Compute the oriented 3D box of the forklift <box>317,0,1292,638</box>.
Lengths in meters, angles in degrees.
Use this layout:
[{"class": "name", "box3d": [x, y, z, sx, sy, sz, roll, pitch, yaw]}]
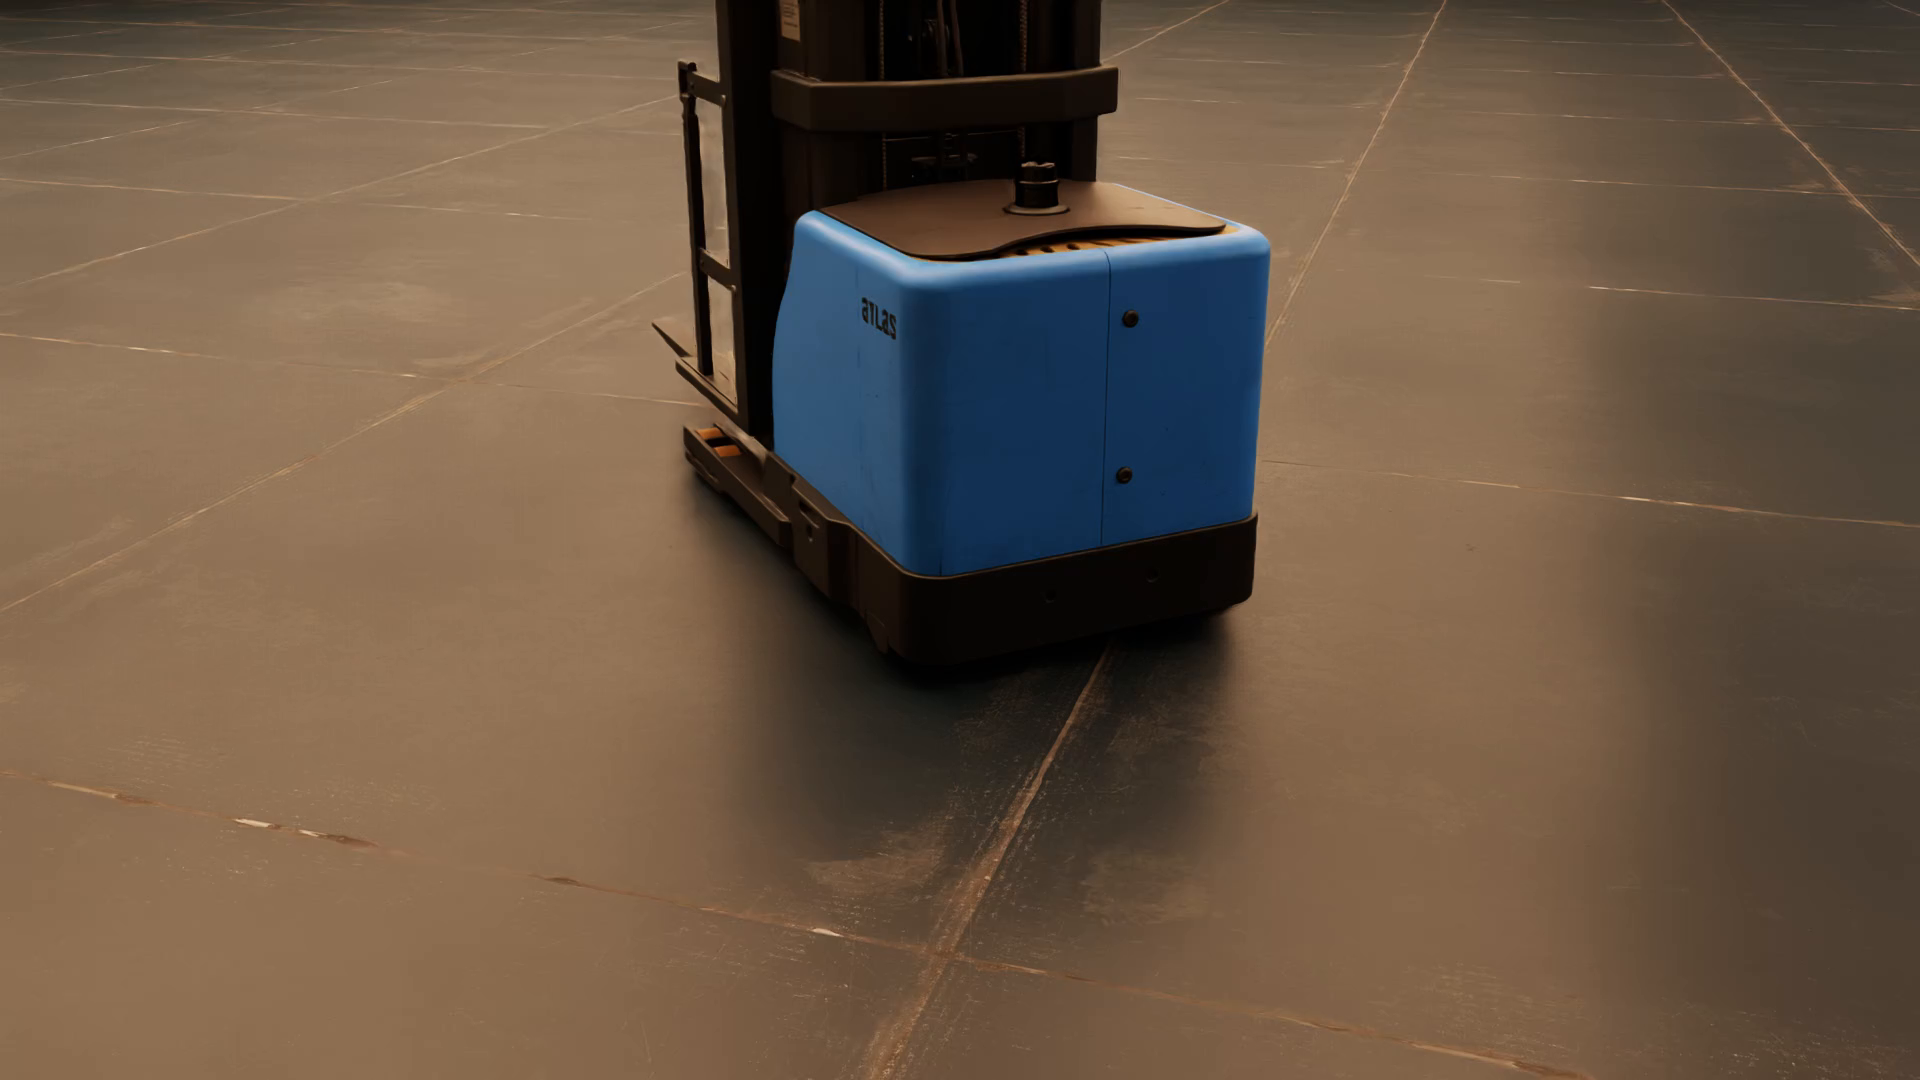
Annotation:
[{"class": "forklift", "box3d": [-0.597, -1.439, 4.766, 3.031, 2.935, 1.130, 9, 24, 20]}]
